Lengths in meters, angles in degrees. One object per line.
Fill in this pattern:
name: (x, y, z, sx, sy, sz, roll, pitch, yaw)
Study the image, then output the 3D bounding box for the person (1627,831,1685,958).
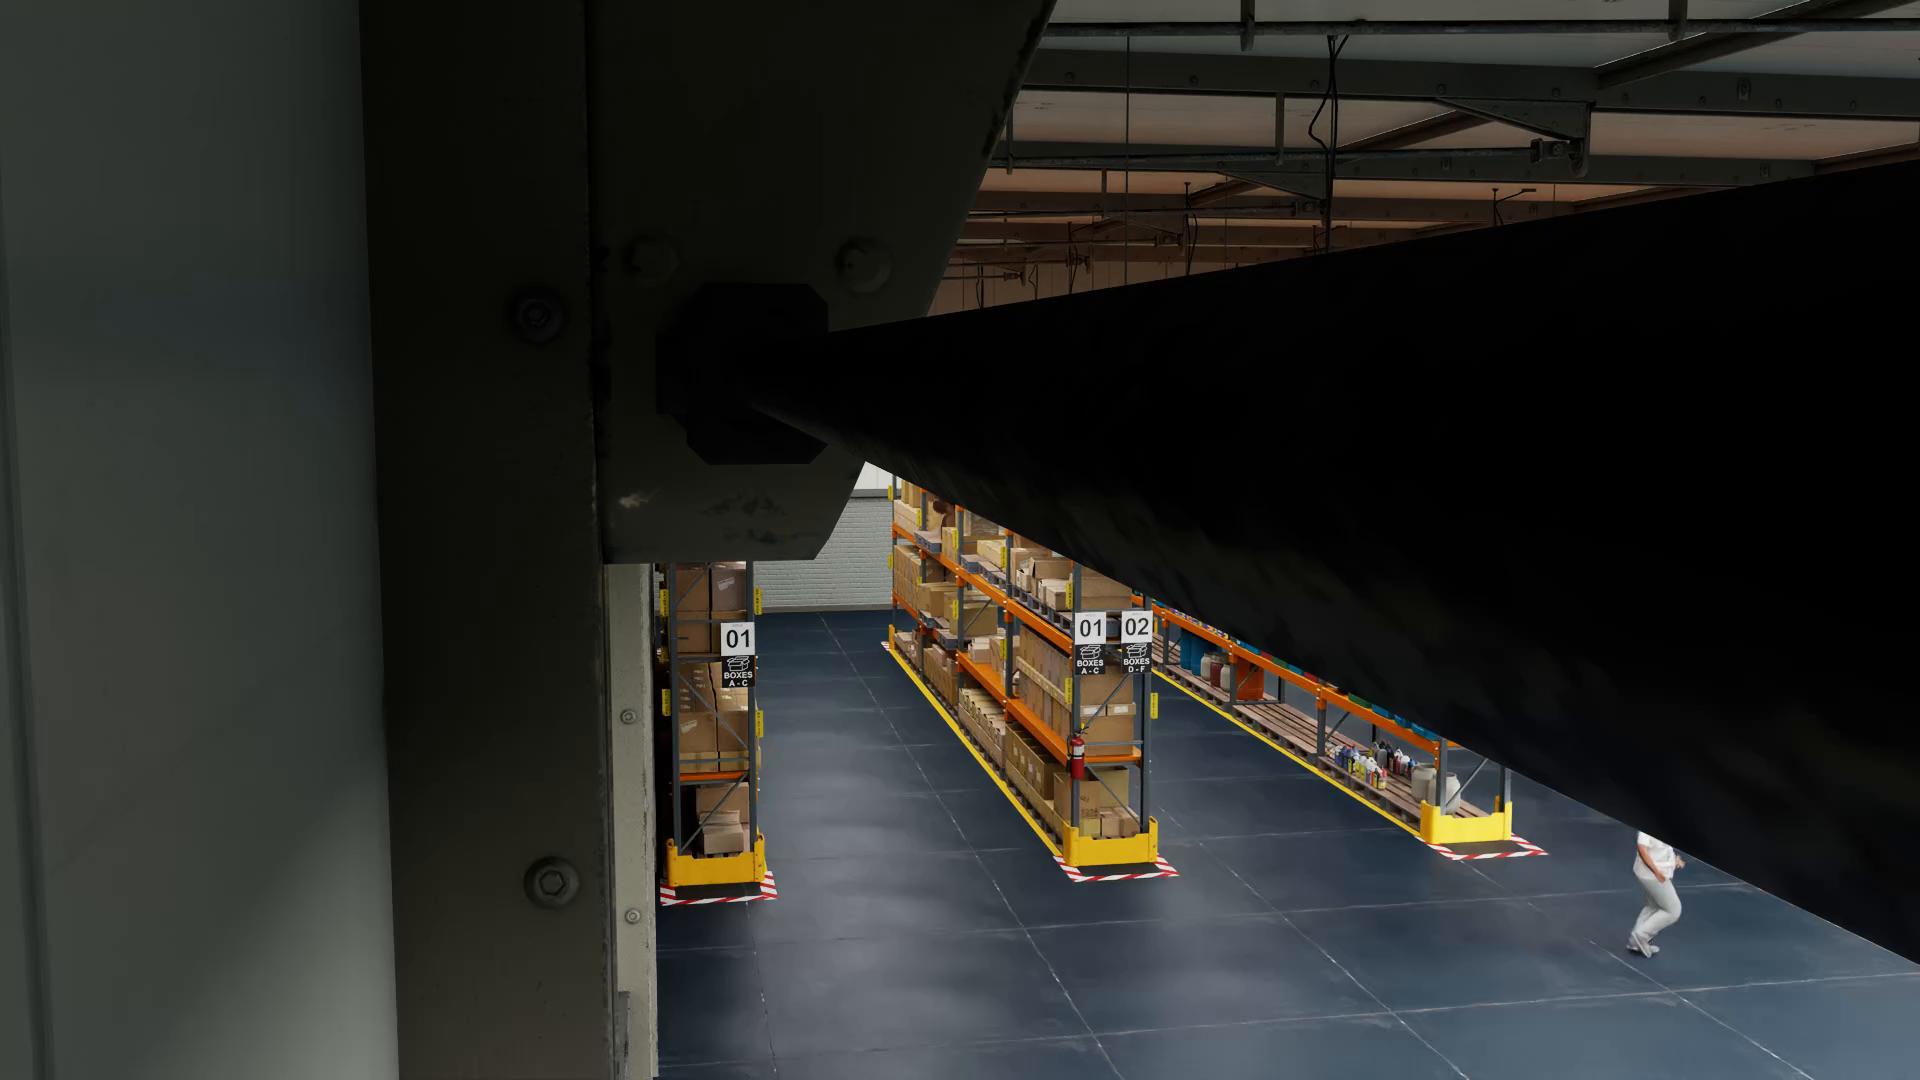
person: (7.426, 3.563, 17.665, 0.541, 1.781, 0.641, 1, 6, 13)
